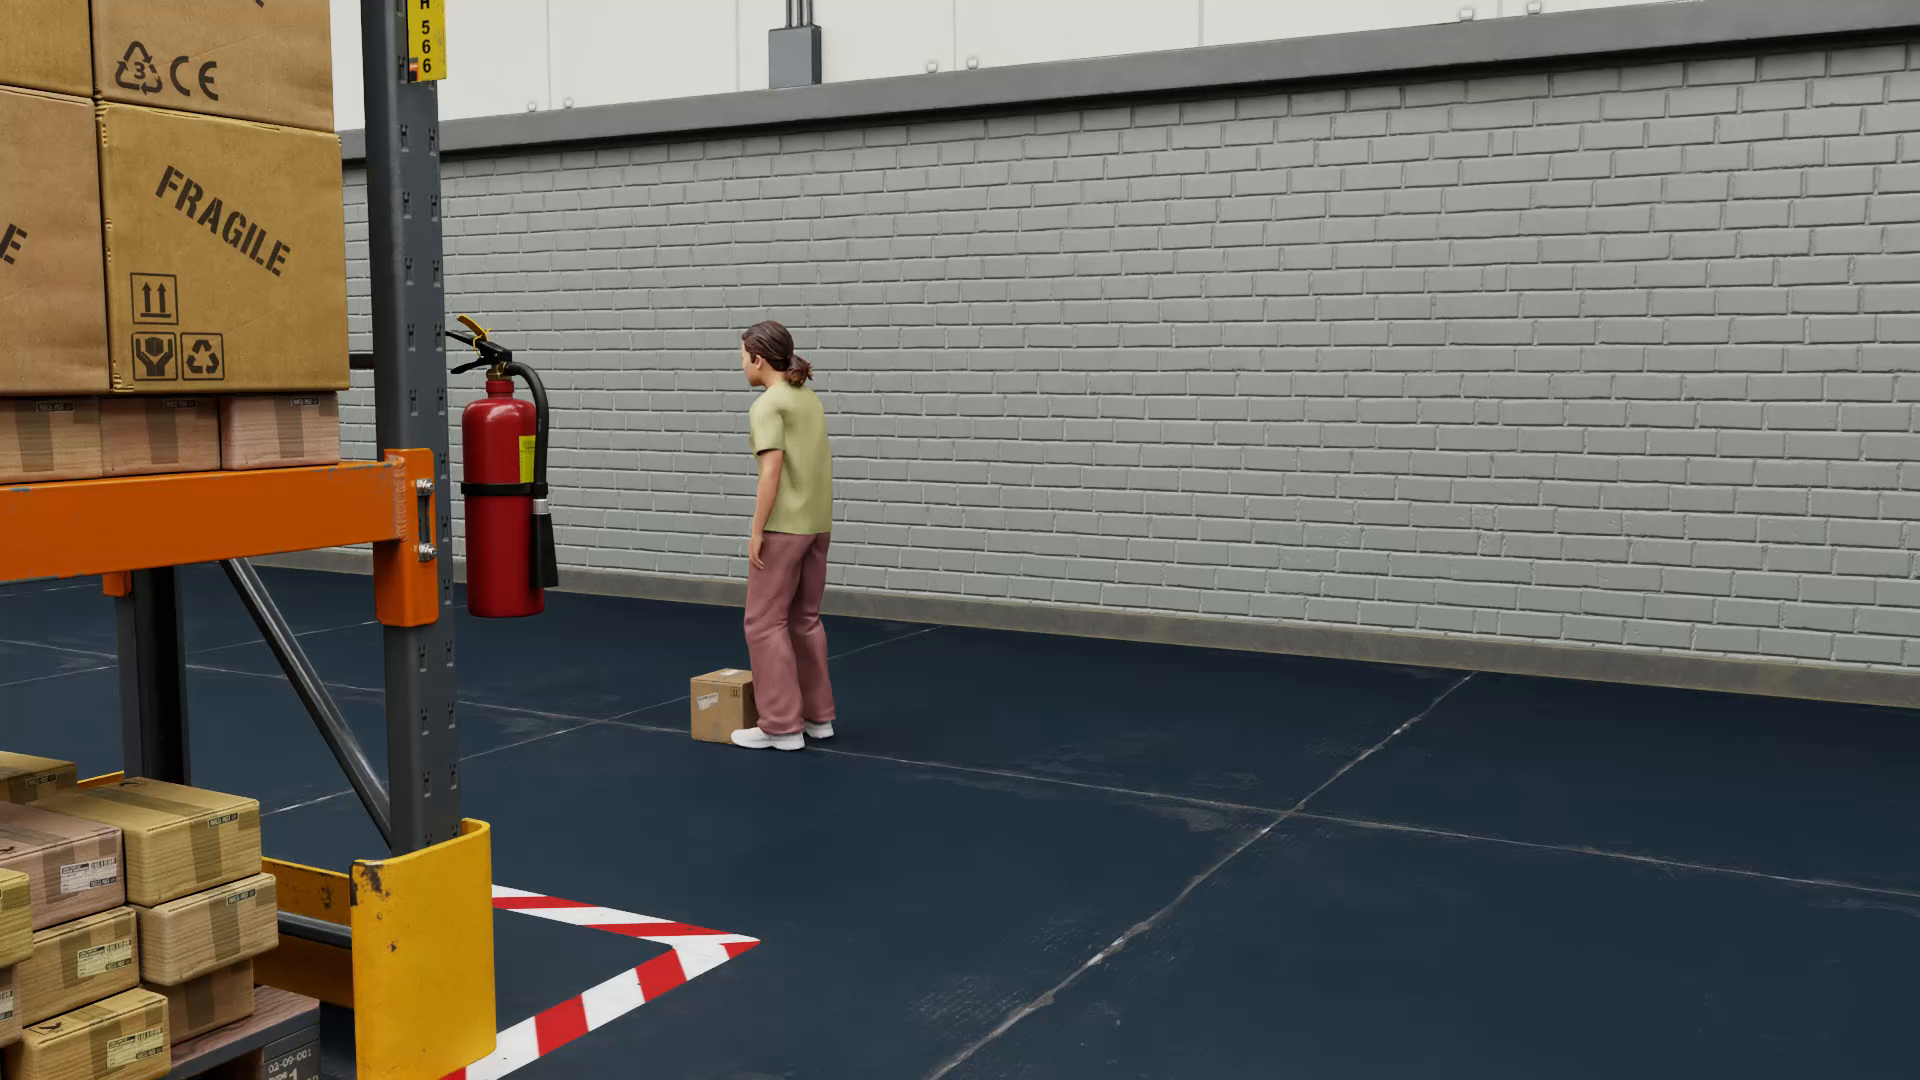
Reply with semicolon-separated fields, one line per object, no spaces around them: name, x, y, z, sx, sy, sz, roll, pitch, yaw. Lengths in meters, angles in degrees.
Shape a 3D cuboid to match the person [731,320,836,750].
person;-0.691;-0.022;6.545;0.361;1.671;0.515;3;7;25
